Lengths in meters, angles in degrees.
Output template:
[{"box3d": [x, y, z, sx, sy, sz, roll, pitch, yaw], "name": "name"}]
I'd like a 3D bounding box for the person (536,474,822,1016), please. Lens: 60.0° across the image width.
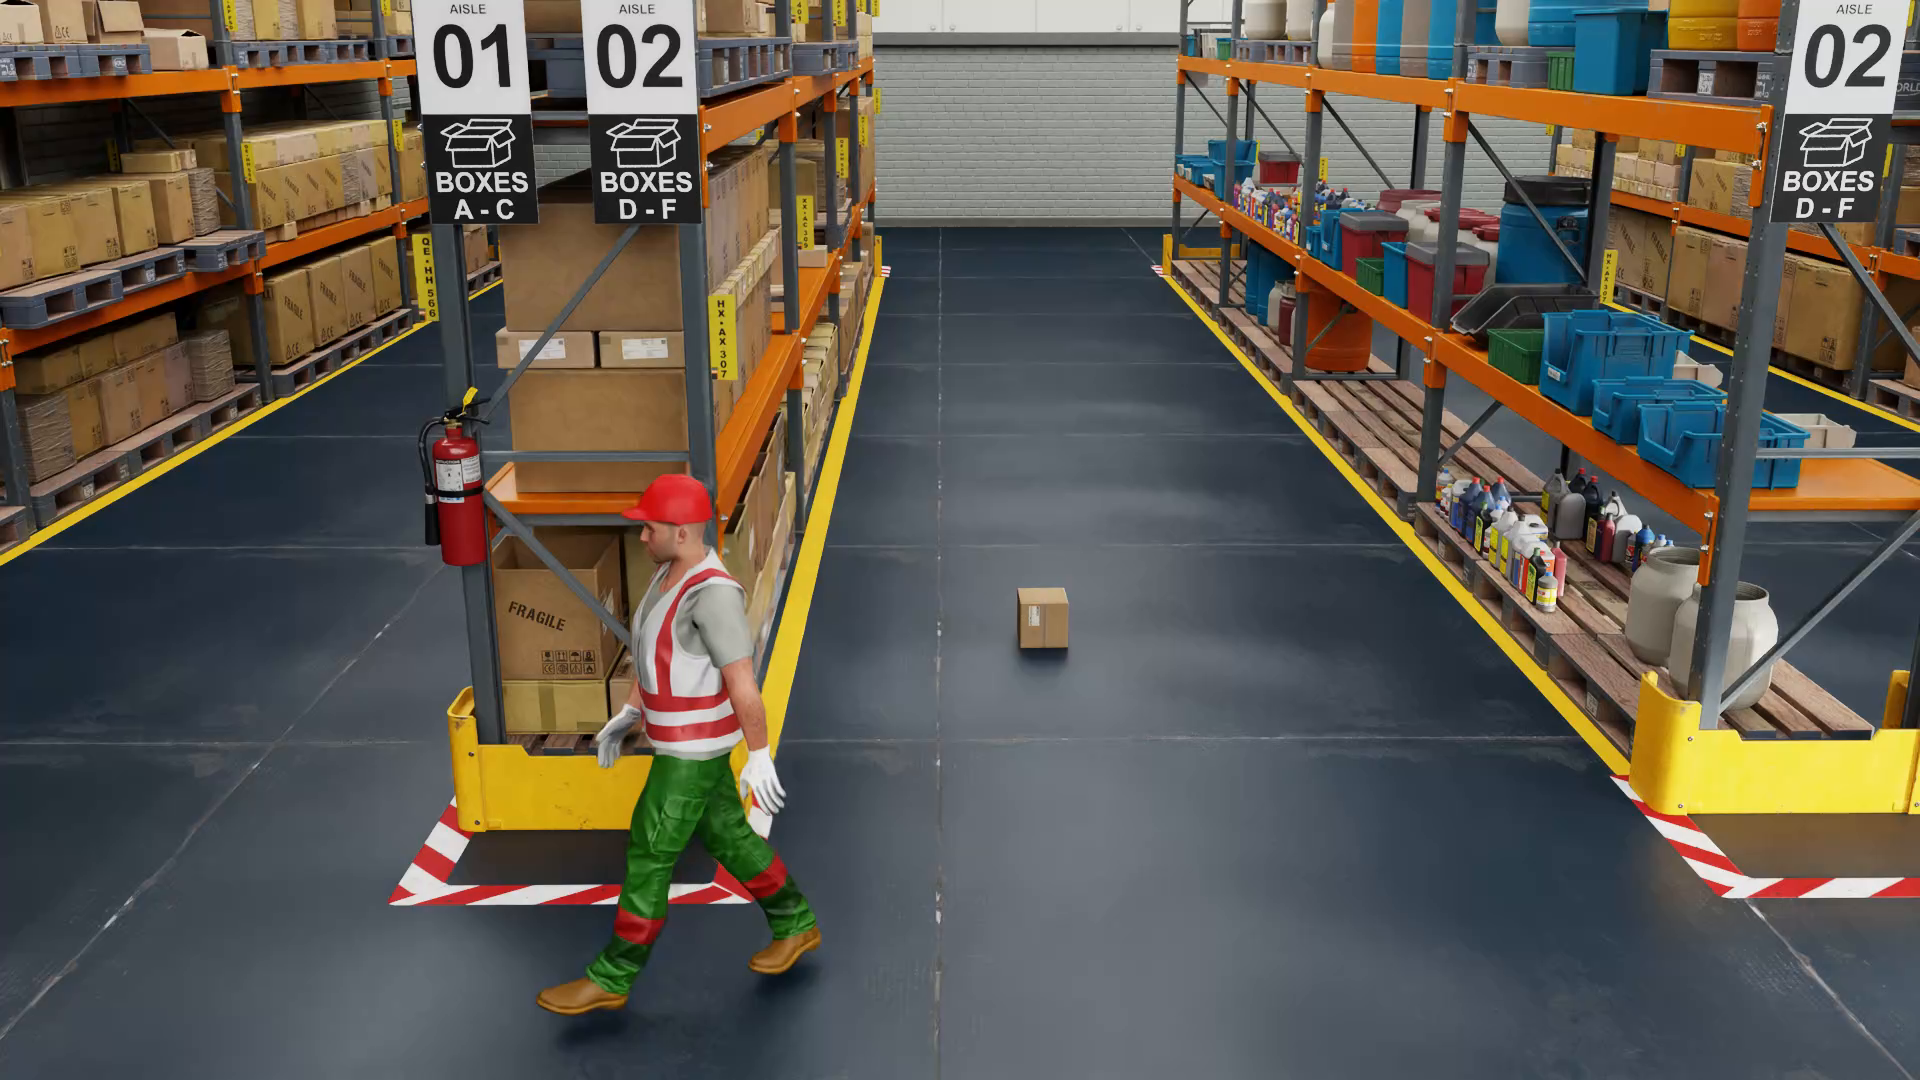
[{"box3d": [-0.933, 0.656, 5.345, 0.980, 1.736, 0.636, -7, 18, -21], "name": "person"}]
